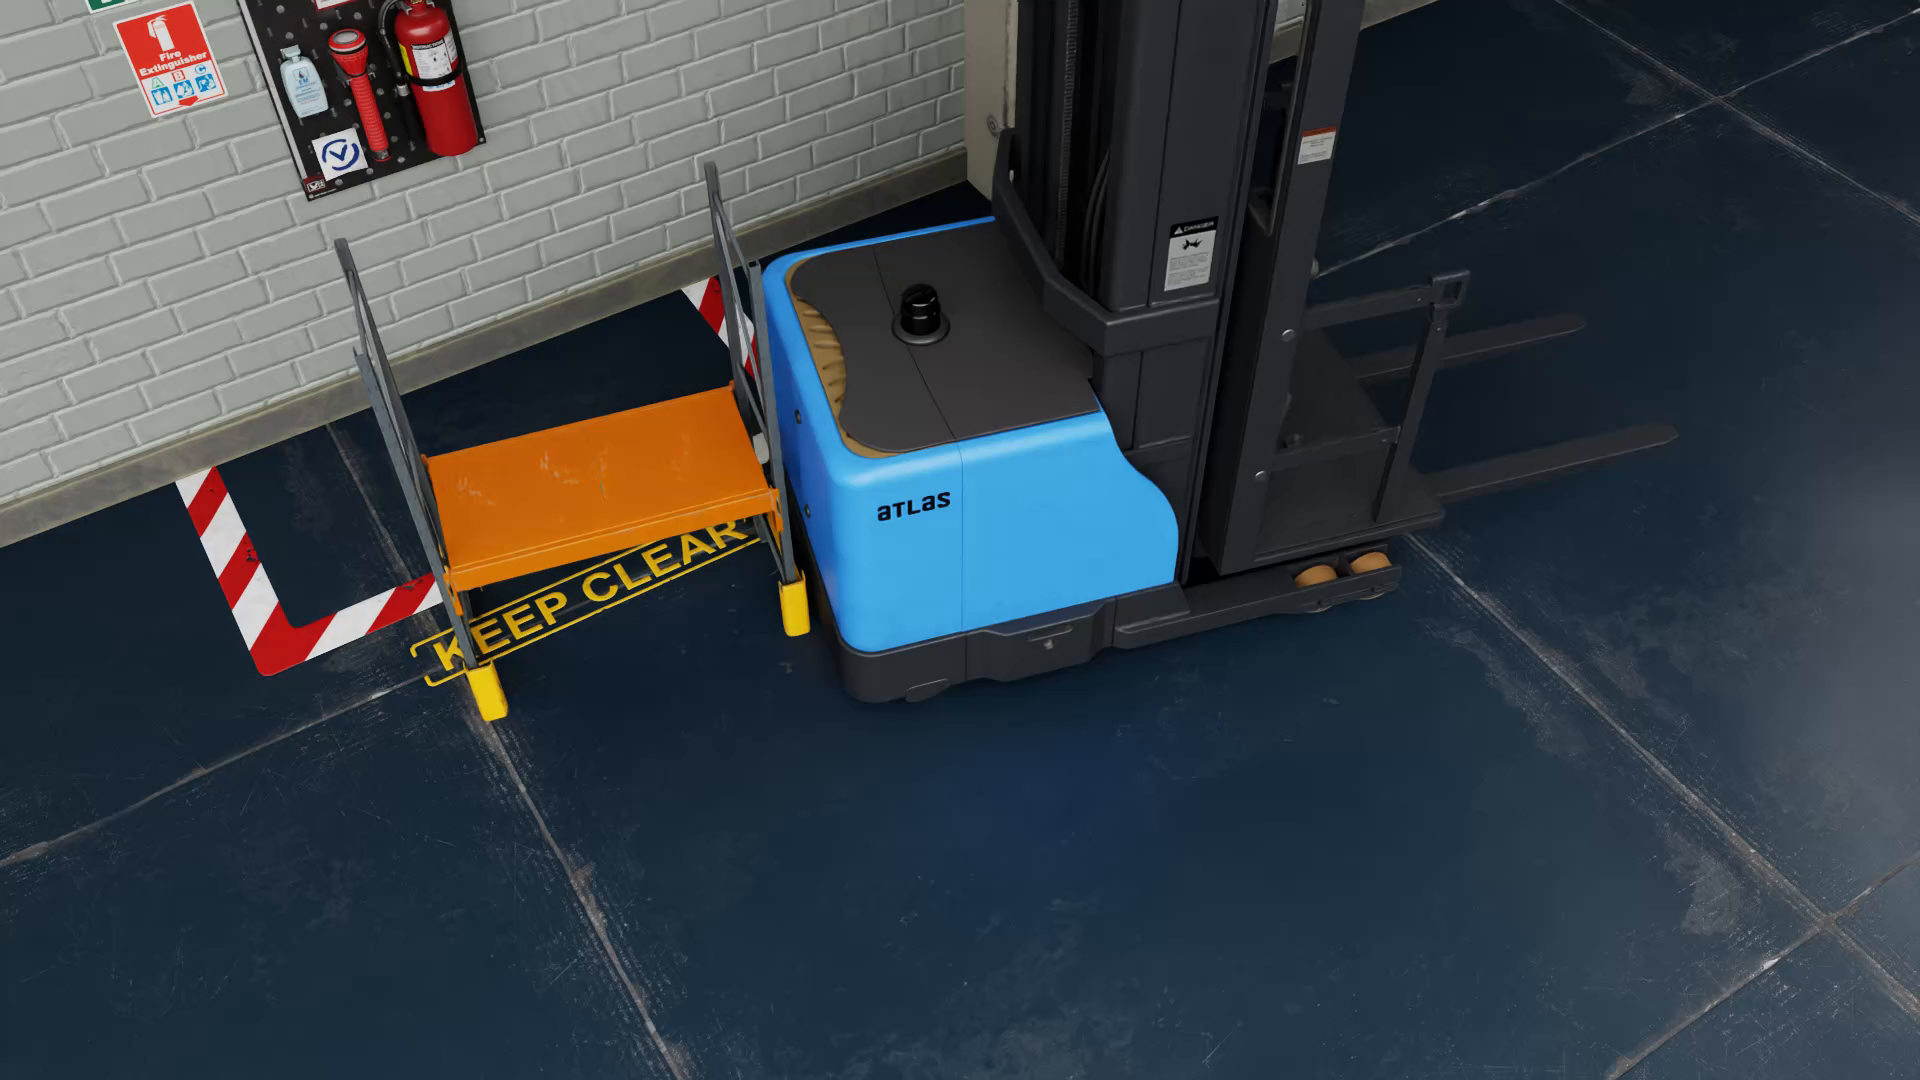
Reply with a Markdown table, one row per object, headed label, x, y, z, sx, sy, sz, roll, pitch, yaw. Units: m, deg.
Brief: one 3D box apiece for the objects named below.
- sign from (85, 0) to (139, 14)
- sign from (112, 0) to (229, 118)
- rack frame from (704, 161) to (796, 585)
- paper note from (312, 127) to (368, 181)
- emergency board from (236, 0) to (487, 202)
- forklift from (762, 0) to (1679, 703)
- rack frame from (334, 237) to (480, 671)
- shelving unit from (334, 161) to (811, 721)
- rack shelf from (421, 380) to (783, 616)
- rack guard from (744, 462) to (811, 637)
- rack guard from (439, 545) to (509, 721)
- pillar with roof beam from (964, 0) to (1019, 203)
| label | x | y | z | sx | sy | sz | roll | pitch | yaw |
| --- | --- | --- | --- | --- | --- | --- | --- | --- | --- |
| sign | -2.362 | -1.616 | 4.802 | 0.331 | 0.109 | 0.001 | -25 | 53 | -21 |
| sign | -2.370 | -1.443 | 5.003 | 0.234 | 0.329 | 0.001 | -25 | 53 | -21 |
| rack frame | -0.624 | -0.393 | 5.095 | 0.032 | 1.500 | 0.500 | -15 | 50 | -13 |
| paper note | -2.034 | -1.267 | 5.459 | 0.142 | 0.148 | 0.016 | -25 | 53 | -21 |
| emergency board | -1.848 | -1.587 | 5.154 | 0.643 | 1.169 | 0.194 | -25 | 53 | -21 |
| forklift | 0.955 | -1.100 | 4.767 | 3.031 | 2.935 | 1.130 | -13 | 50 | -11 |
| rack frame | -1.580 | -0.135 | 4.866 | 0.032 | 1.500 | 0.500 | -15 | 50 | -13 |
| shelving unit | -1.094 | -0.266 | 4.983 | 1.083 | 1.500 | 0.587 | -15 | 50 | -13 |
| rack shelf | -1.102 | -0.144 | 5.115 | 1.000 | 0.185 | 0.538 | -15 | 50 | -13 |
| rack guard | -0.625 | 0.023 | 5.562 | 0.087 | 0.250 | 0.587 | -15 | 50 | -13 |
| rack guard | -1.562 | 0.276 | 5.337 | 0.087 | 0.250 | 0.587 | -15 | 50 | -13 |
| pillar with roof beam | 2.560 | -1.823 | 1.348 | 0.400 | 9.000 | 9.100 | -25 | 53 | -21 |
